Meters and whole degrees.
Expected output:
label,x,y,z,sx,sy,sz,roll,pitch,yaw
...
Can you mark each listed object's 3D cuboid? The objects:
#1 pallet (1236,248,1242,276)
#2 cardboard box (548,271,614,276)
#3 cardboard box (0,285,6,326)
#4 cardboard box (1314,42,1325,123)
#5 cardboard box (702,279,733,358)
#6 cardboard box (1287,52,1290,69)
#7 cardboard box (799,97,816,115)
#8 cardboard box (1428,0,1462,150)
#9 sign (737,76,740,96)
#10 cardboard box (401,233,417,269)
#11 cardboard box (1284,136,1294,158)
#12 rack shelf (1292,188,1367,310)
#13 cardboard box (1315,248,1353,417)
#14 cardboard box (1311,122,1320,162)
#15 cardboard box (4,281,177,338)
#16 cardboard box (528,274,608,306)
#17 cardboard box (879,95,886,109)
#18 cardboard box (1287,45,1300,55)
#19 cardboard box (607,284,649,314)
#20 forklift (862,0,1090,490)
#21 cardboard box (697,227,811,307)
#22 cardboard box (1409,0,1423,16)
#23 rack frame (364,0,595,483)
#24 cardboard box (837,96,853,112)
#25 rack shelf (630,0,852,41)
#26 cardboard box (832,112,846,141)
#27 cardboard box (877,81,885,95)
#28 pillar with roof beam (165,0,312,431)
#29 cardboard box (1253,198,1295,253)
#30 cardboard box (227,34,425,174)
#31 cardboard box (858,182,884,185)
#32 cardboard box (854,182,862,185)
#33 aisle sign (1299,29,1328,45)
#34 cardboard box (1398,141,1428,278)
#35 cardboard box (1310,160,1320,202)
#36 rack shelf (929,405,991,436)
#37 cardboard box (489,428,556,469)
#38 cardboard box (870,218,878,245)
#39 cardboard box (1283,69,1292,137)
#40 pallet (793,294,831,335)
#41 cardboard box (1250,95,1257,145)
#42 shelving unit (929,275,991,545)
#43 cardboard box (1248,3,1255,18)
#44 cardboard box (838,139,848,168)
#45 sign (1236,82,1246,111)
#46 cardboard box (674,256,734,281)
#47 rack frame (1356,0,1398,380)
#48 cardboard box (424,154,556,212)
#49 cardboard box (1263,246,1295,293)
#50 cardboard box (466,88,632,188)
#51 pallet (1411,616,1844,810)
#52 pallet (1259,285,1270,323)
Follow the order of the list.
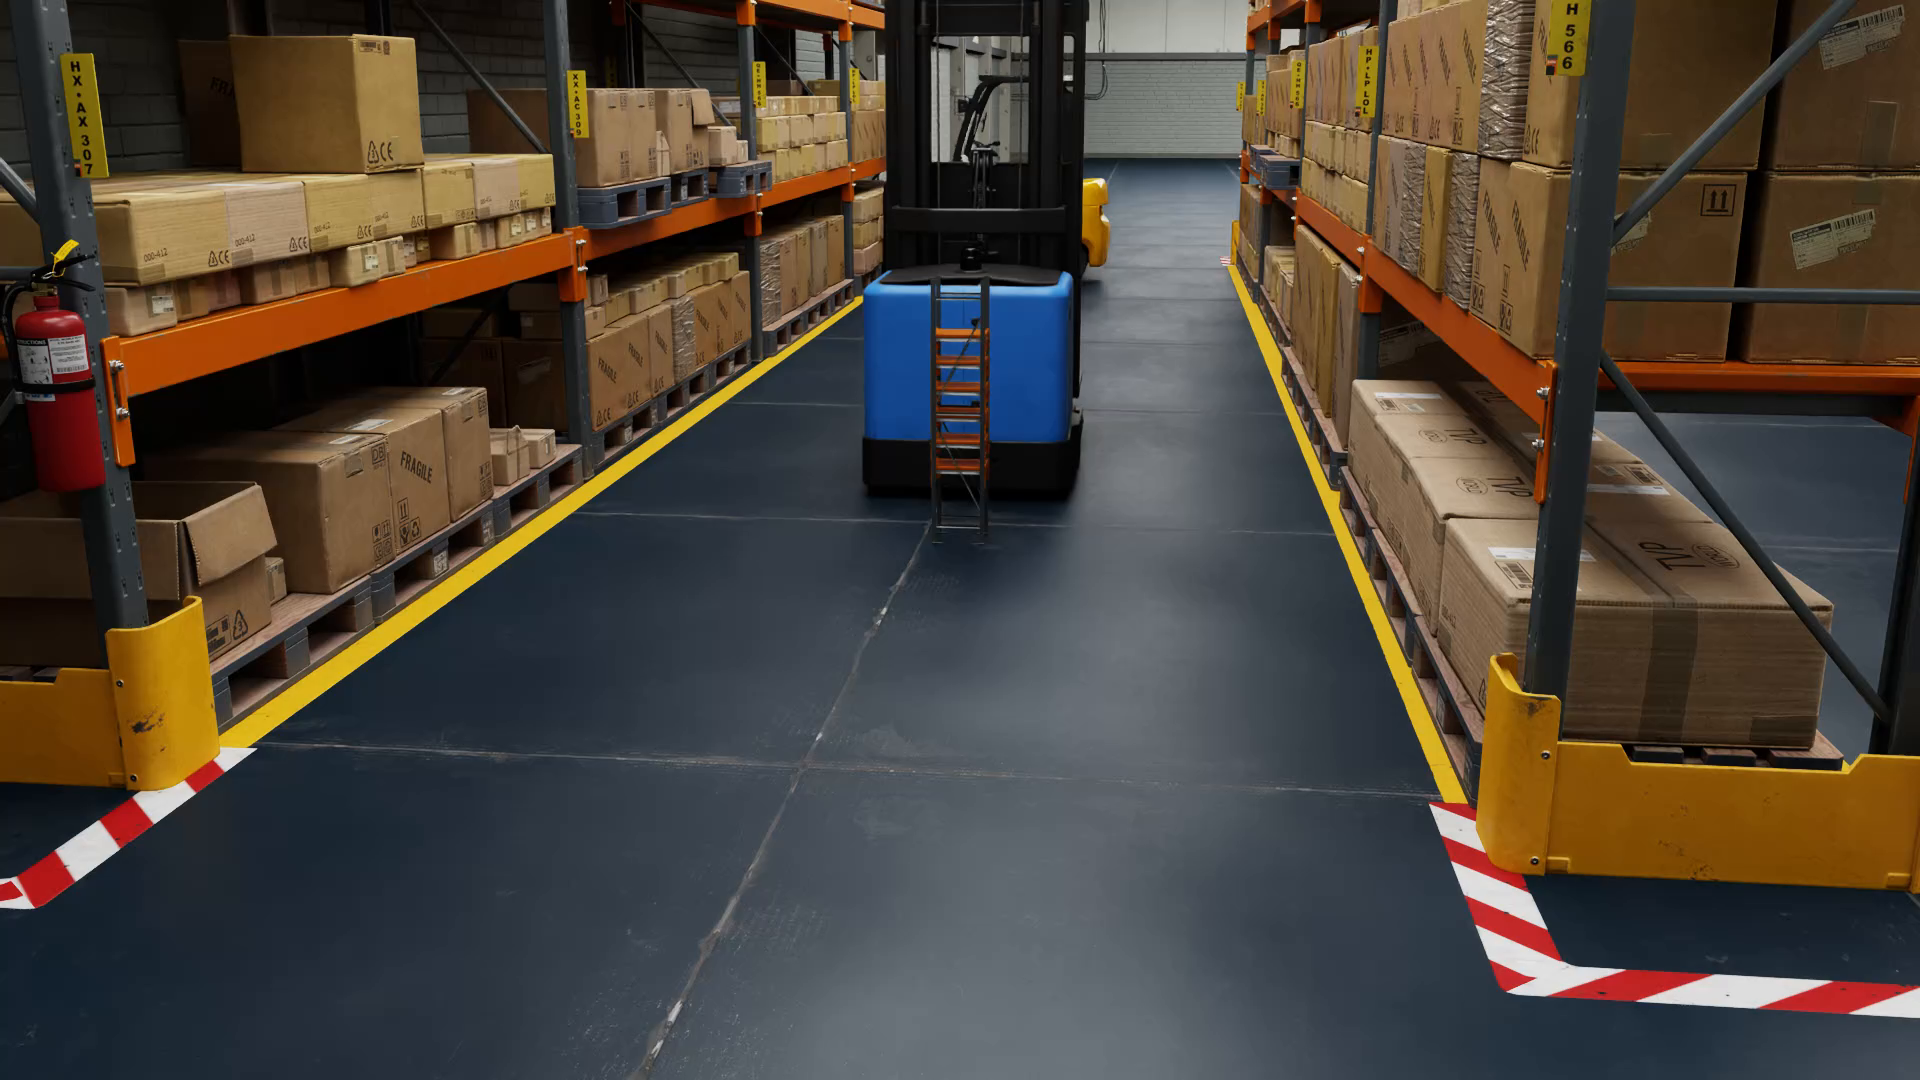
label,x,y,z,sx,sy,sz,roll,pitch,yaw
pallet,3.691,-3.174,18.997,1.003,0.211,1.213,2,15,6
cardboard box,-2.470,-1.666,10.819,0.380,0.149,0.250,2,15,7
cardboard box,-3.141,-0.718,5.052,0.380,0.149,0.250,2,15,6
cardboard box,2.578,-2.956,10.741,0.500,0.500,0.500,2,15,6
cardboard box,-1.910,-1.571,11.709,0.500,0.500,0.500,1,15,5
cardboard box,2.950,-4.024,13.987,0.380,0.149,0.250,3,15,9
cardboard box,-1.443,-3.721,14.241,0.380,0.149,0.250,1,15,5
cardboard box,1.986,-1.658,5.940,0.500,0.500,0.500,2,15,6
sign,-2.109,-4.330,16.117,0.100,0.325,0.005,2,15,6
cardboard box,-2.437,-1.172,6.730,0.380,0.149,0.250,2,15,6
cardboard box,2.669,-2.987,12.638,0.380,0.149,0.250,2,15,6
rack shelf,2.698,-1.809,9.984,1.077,0.370,4.000,2,15,6
cardboard box,2.557,-1.212,9.664,0.875,0.875,0.875,2,15,8
cardboard box,2.561,-2.586,10.808,0.500,0.250,0.500,2,15,8
cardboard box,-2.602,-0.701,4.990,0.380,0.149,0.250,2,15,6
cardboard box,-2.174,-1.390,9.226,0.380,0.149,0.250,1,15,4
cardboard box,-0.988,-4.825,18.325,0.380,0.149,0.250,2,15,7
cardboard box,3.771,-4.894,17.337,0.700,0.500,0.500,2,15,6
cardboard box,-2.101,-1.453,10.032,0.380,0.149,0.250,2,15,6
forklift,0.161,-1.999,9.441,1.130,2.935,3.031,1,15,5
cardboard box,-1.783,-2.382,14.470,0.875,0.625,0.625,1,15,4
cardboard box,2.165,-2.340,7.221,0.380,0.149,0.250,2,15,7
rack frame,-2.460,-1.783,8.508,1.000,3.000,0.127,2,15,6
cardboard box,-1.260,-4.294,16.361,0.380,0.149,0.250,1,15,5
rack shelf,-1.783,-4.440,13.966,1.077,0.370,4.000,2,15,6
cardboard box,-1.359,-3.892,15.637,0.500,0.250,0.500,1,15,5
cardboard box,-0.982,-4.967,18.280,0.380,0.149,0.250,2,15,7
pillar with roof beam,0.843,-4.398,6.687,9.100,9.000,0.400,2,15,6
cardboard box,3.175,-3.111,16.448,0.500,0.500,0.500,1,15,5
cardboard box,-2.424,-1.677,6.399,0.500,0.500,0.500,2,15,8
cardboard box,-0.900,-3.992,19.226,0.500,0.250,0.500,2,15,7
cardboard box,-1.402,-4.004,19.272,0.500,0.250,0.500,2,15,6
aisle sign,4.121,-6.012,19.170,0.394,0.787,0.004,2,15,6
cardboard box,2.035,-1.313,6.578,0.500,0.500,0.500,2,15,7
cardboard box,2.578,-2.349,10.891,0.500,0.250,0.500,1,15,5
rack shelf,0.002,-0.540,7.531,0.258,0.103,0.180,2,15,6
cardboard box,-2.232,-0.456,8.259,0.380,0.149,0.250,1,15,5
cardboard box,-1.142,-3.221,17.334,0.500,0.250,0.500,2,15,6
cardboard box,2.746,-3.330,12.665,0.500,0.500,0.500,1,15,5
pallet,-1.737,-2.002,14.661,1.003,0.211,1.213,2,15,6
cardboard box,3.336,-4.428,17.531,0.500,0.500,0.500,1,15,5
shelving unit,0.002,-0.583,7.519,0.258,1.200,0.189,2,15,6
cardboard box,3.466,-6.000,18.840,0.380,0.149,0.250,2,15,6
cardboard box,-1.355,-3.647,15.689,0.500,0.250,0.500,2,15,8
sign,3.287,-5.184,19.427,0.100,0.325,0.005,2,15,6
cardboard box,-1.813,-1.922,11.765,0.380,0.149,0.250,1,15,3
rack frame,2.472,-1.637,7.971,1.000,3.000,0.127,2,15,6
cardboard box,-2.276,-1.715,7.974,0.500,0.250,0.500,2,15,8
cardboard box,3.318,-2.510,15.429,0.950,0.372,0.625,2,15,7
cardboard box,-2.184,-2.153,8.880,0.700,0.500,0.500,2,15,8
pallet,2.033,0.536,5.274,1.003,0.211,1.213,2,15,6
pallet,3.288,-2.164,15.262,1.003,0.211,1.213,2,15,6
